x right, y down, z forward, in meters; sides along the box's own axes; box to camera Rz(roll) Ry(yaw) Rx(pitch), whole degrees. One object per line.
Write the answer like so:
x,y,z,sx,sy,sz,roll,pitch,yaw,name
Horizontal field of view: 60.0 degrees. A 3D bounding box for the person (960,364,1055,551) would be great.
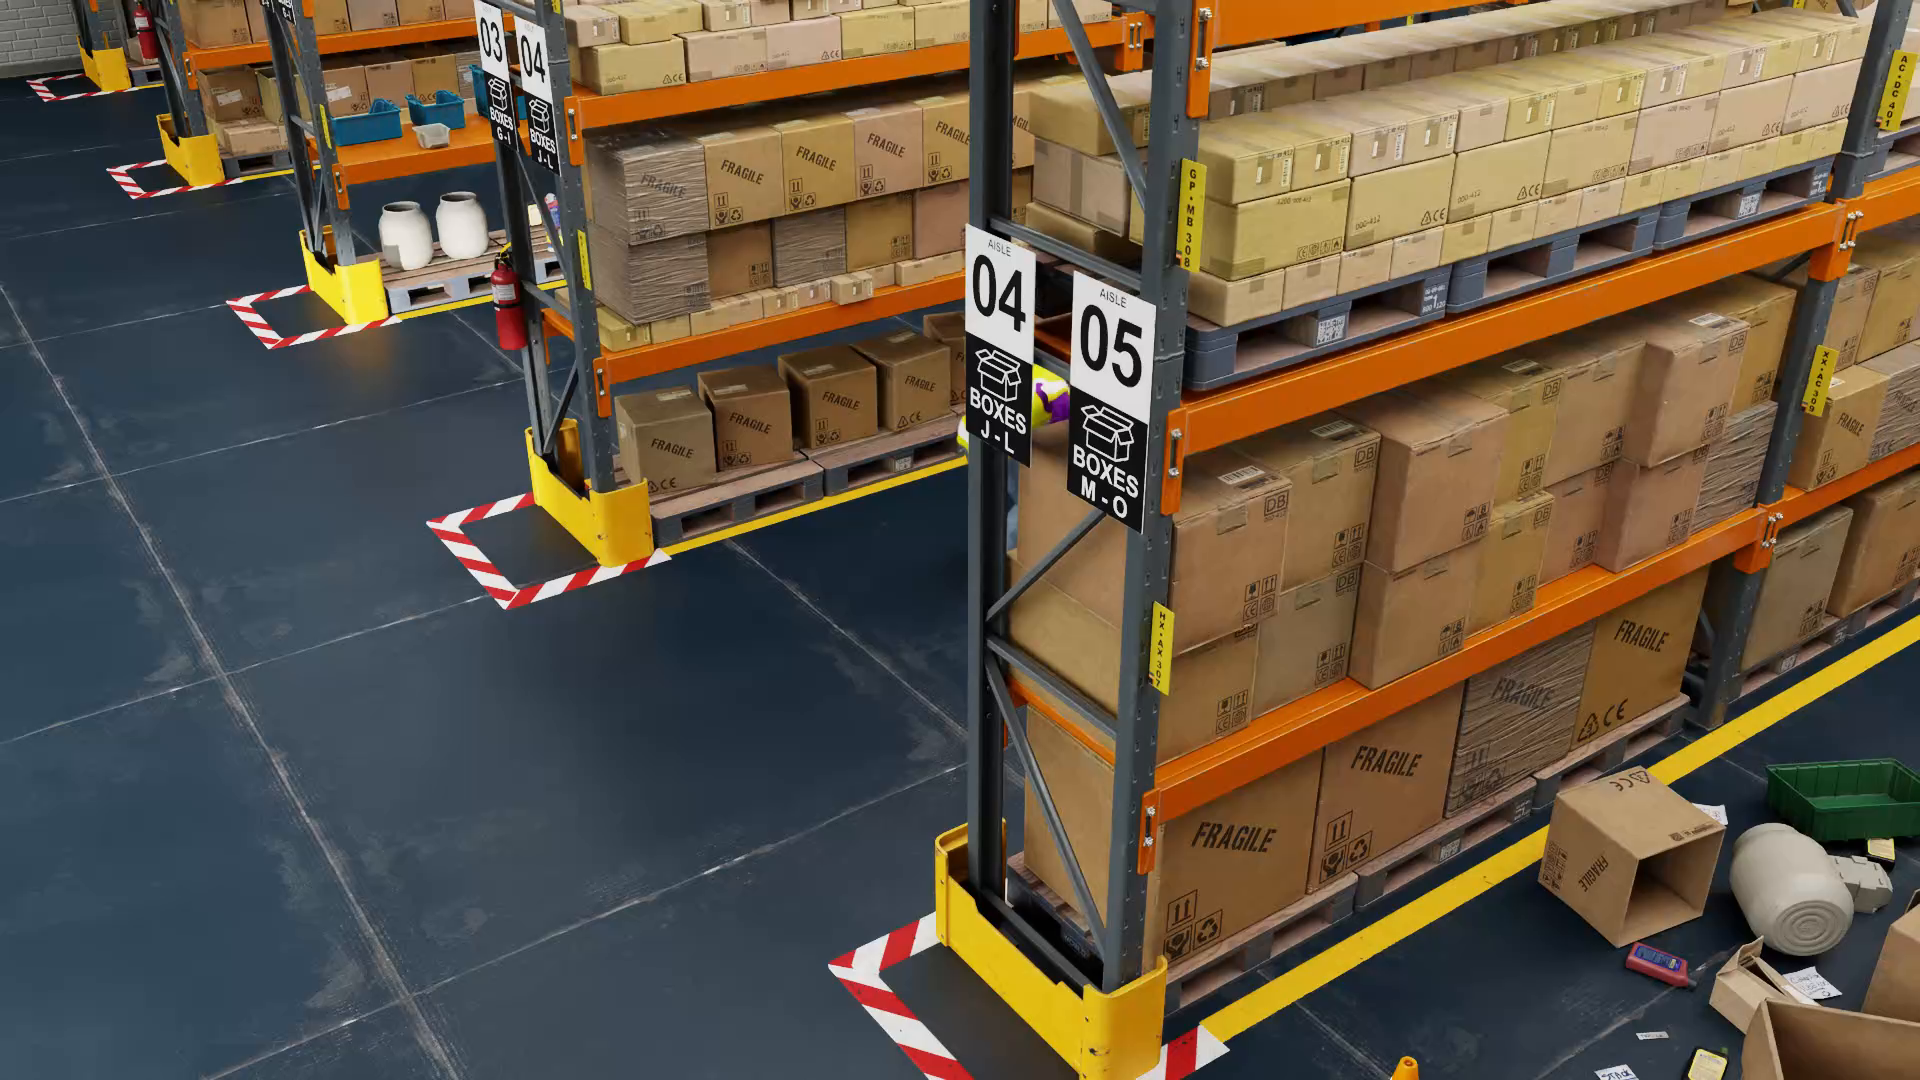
0.308,-0.624,9.800,0.609,1.719,0.498,-19,34,-31,person
